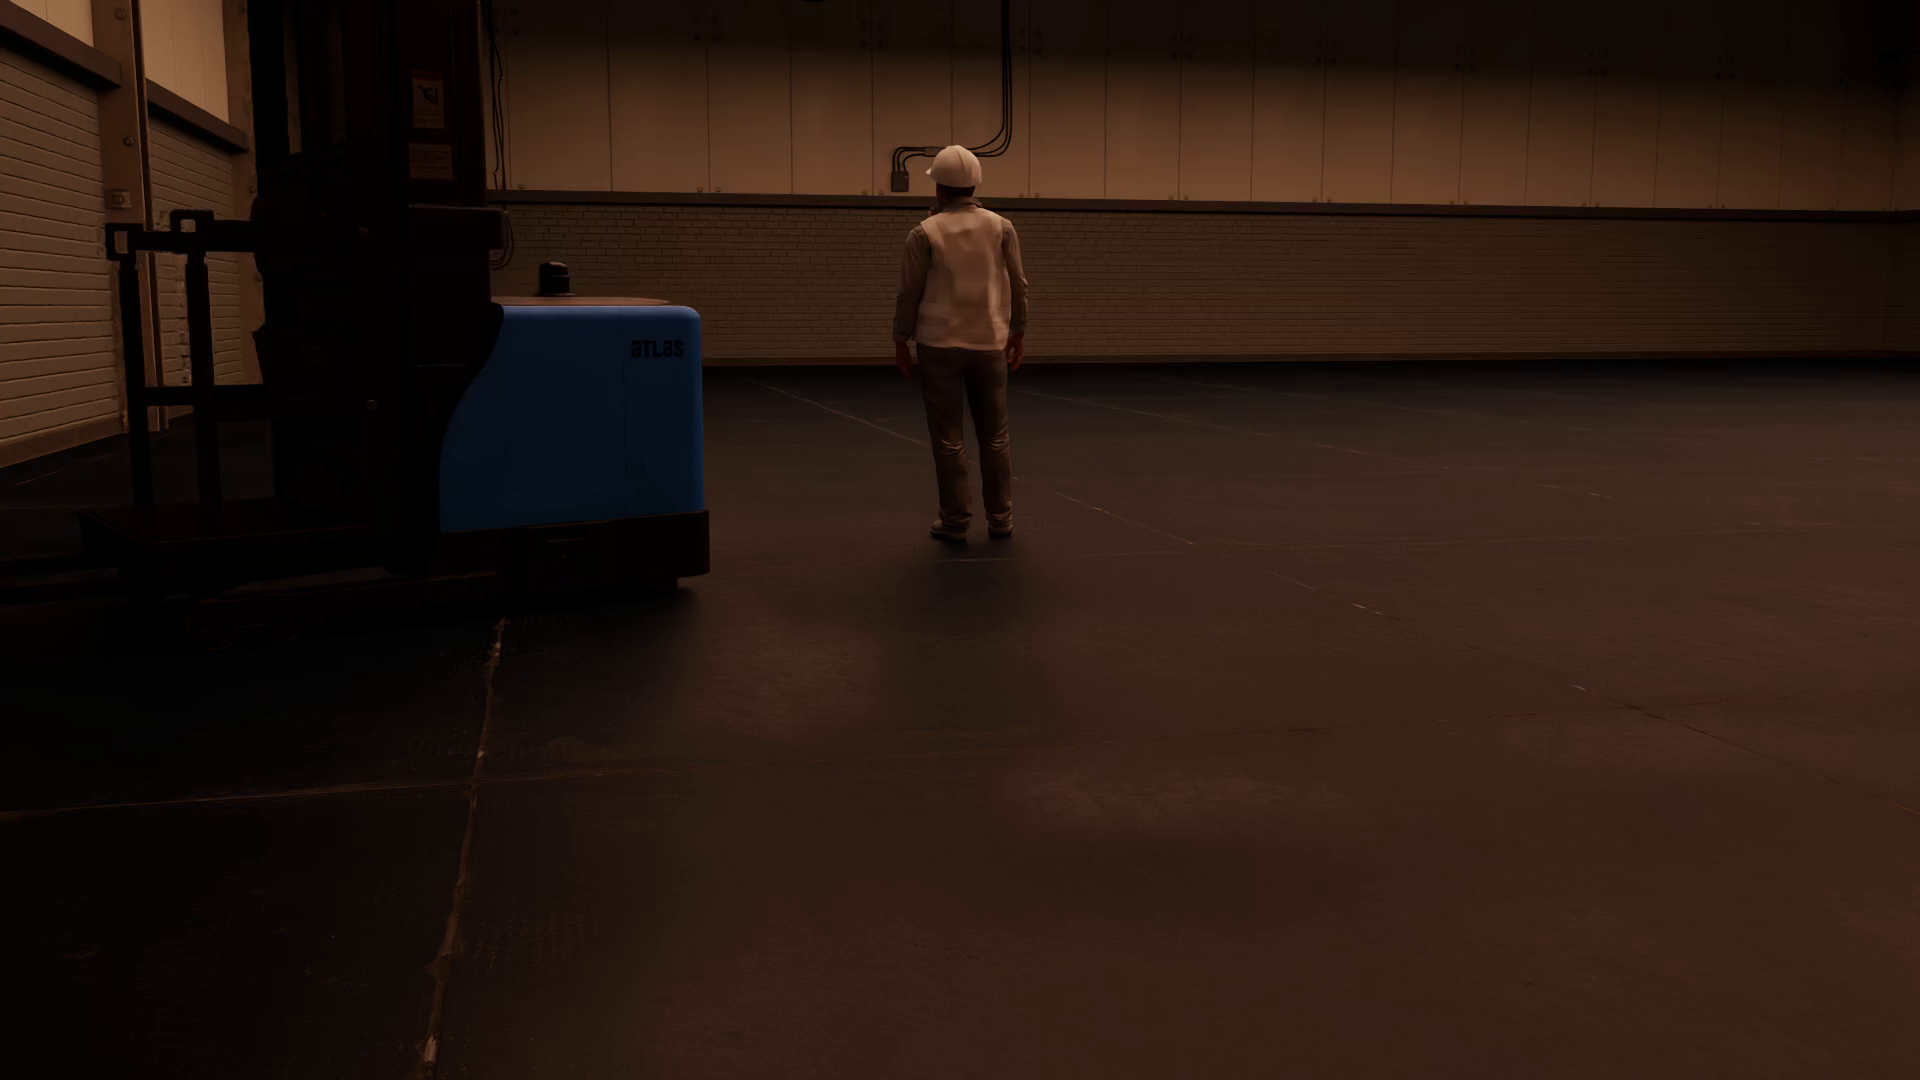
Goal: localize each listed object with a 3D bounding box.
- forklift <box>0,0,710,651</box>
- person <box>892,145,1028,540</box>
[{"bbox_3d":[-2.431,-1.186,5.608,3.031,2.935,1.130,-6,10,-37],"label":"forklift"},{"bbox_3d":[-0.008,-0.895,7.645,0.634,1.775,0.566,-2,8,-13],"label":"person"}]
